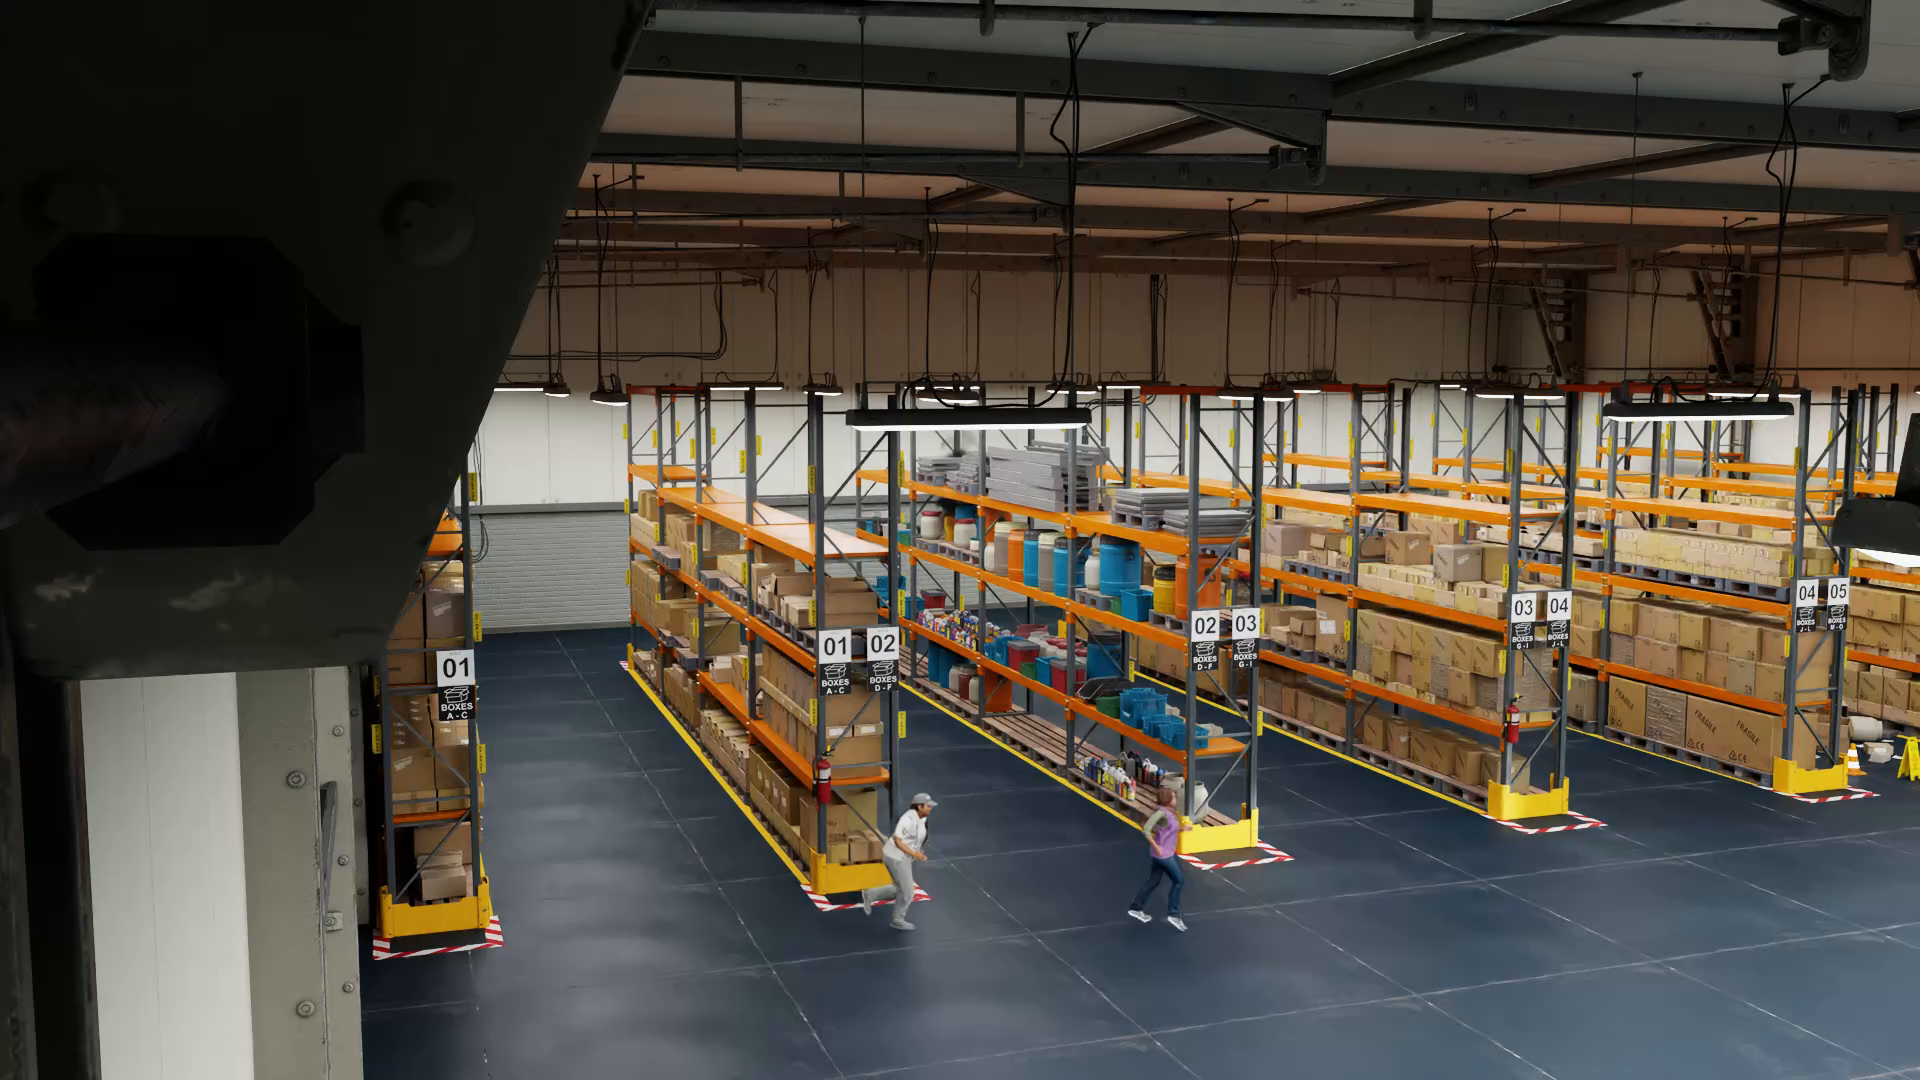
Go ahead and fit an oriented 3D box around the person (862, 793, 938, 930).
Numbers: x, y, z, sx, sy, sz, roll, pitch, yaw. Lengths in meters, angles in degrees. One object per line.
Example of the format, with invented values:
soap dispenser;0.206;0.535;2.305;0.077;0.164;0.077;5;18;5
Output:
person;-0.660;3.626;18.910;0.842;1.566;0.600;2;6;17

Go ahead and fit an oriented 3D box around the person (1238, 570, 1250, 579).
person;6.847;1.276;41.077;0.581;1.642;0.696;-2;6;-17

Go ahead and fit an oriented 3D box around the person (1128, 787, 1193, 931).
person;2.277;3.602;18.852;0.722;1.650;0.510;1;6;6
